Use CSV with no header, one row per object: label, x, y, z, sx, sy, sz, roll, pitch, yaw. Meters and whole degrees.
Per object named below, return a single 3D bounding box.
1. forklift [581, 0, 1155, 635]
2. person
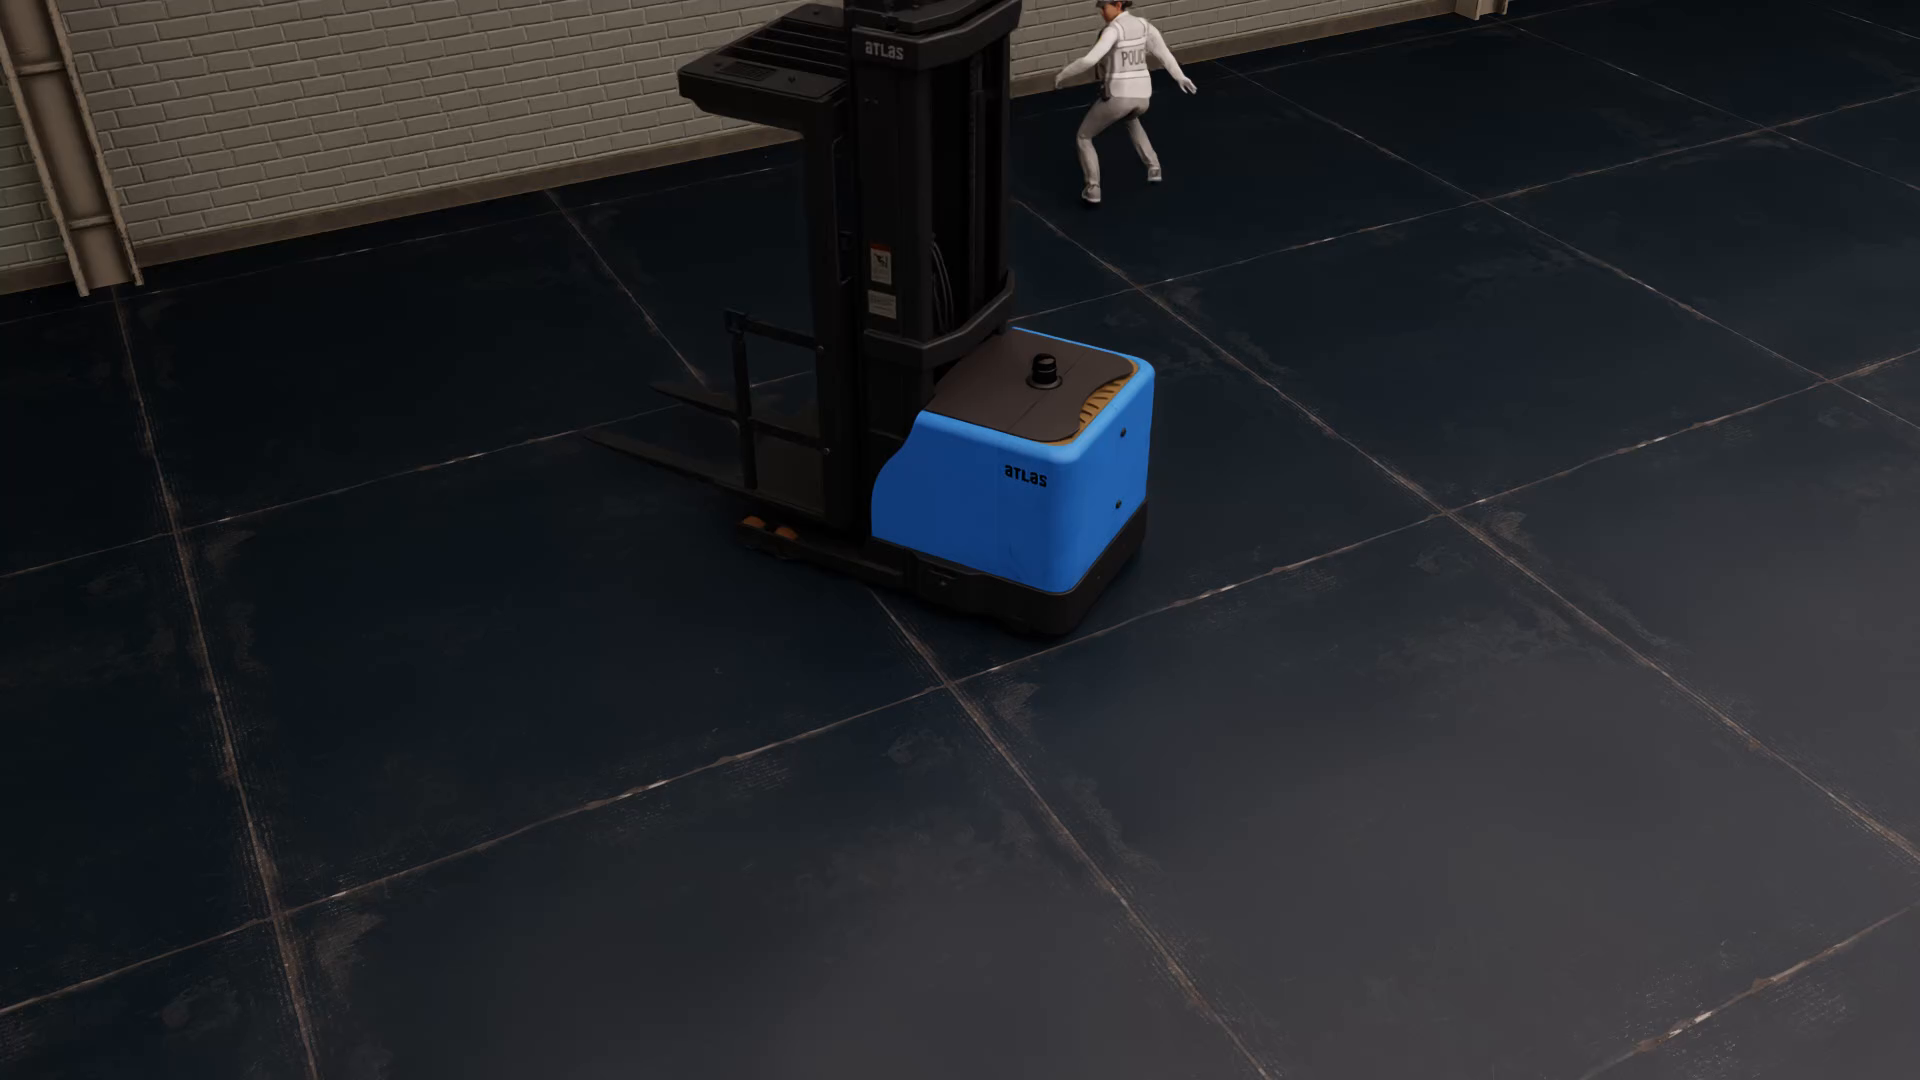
forklift,-0.588,-1.347,8.028,3.031,2.935,1.130,17,39,23
person,1.180,-3.177,11.932,0.954,1.587,0.522,-22,41,-28
